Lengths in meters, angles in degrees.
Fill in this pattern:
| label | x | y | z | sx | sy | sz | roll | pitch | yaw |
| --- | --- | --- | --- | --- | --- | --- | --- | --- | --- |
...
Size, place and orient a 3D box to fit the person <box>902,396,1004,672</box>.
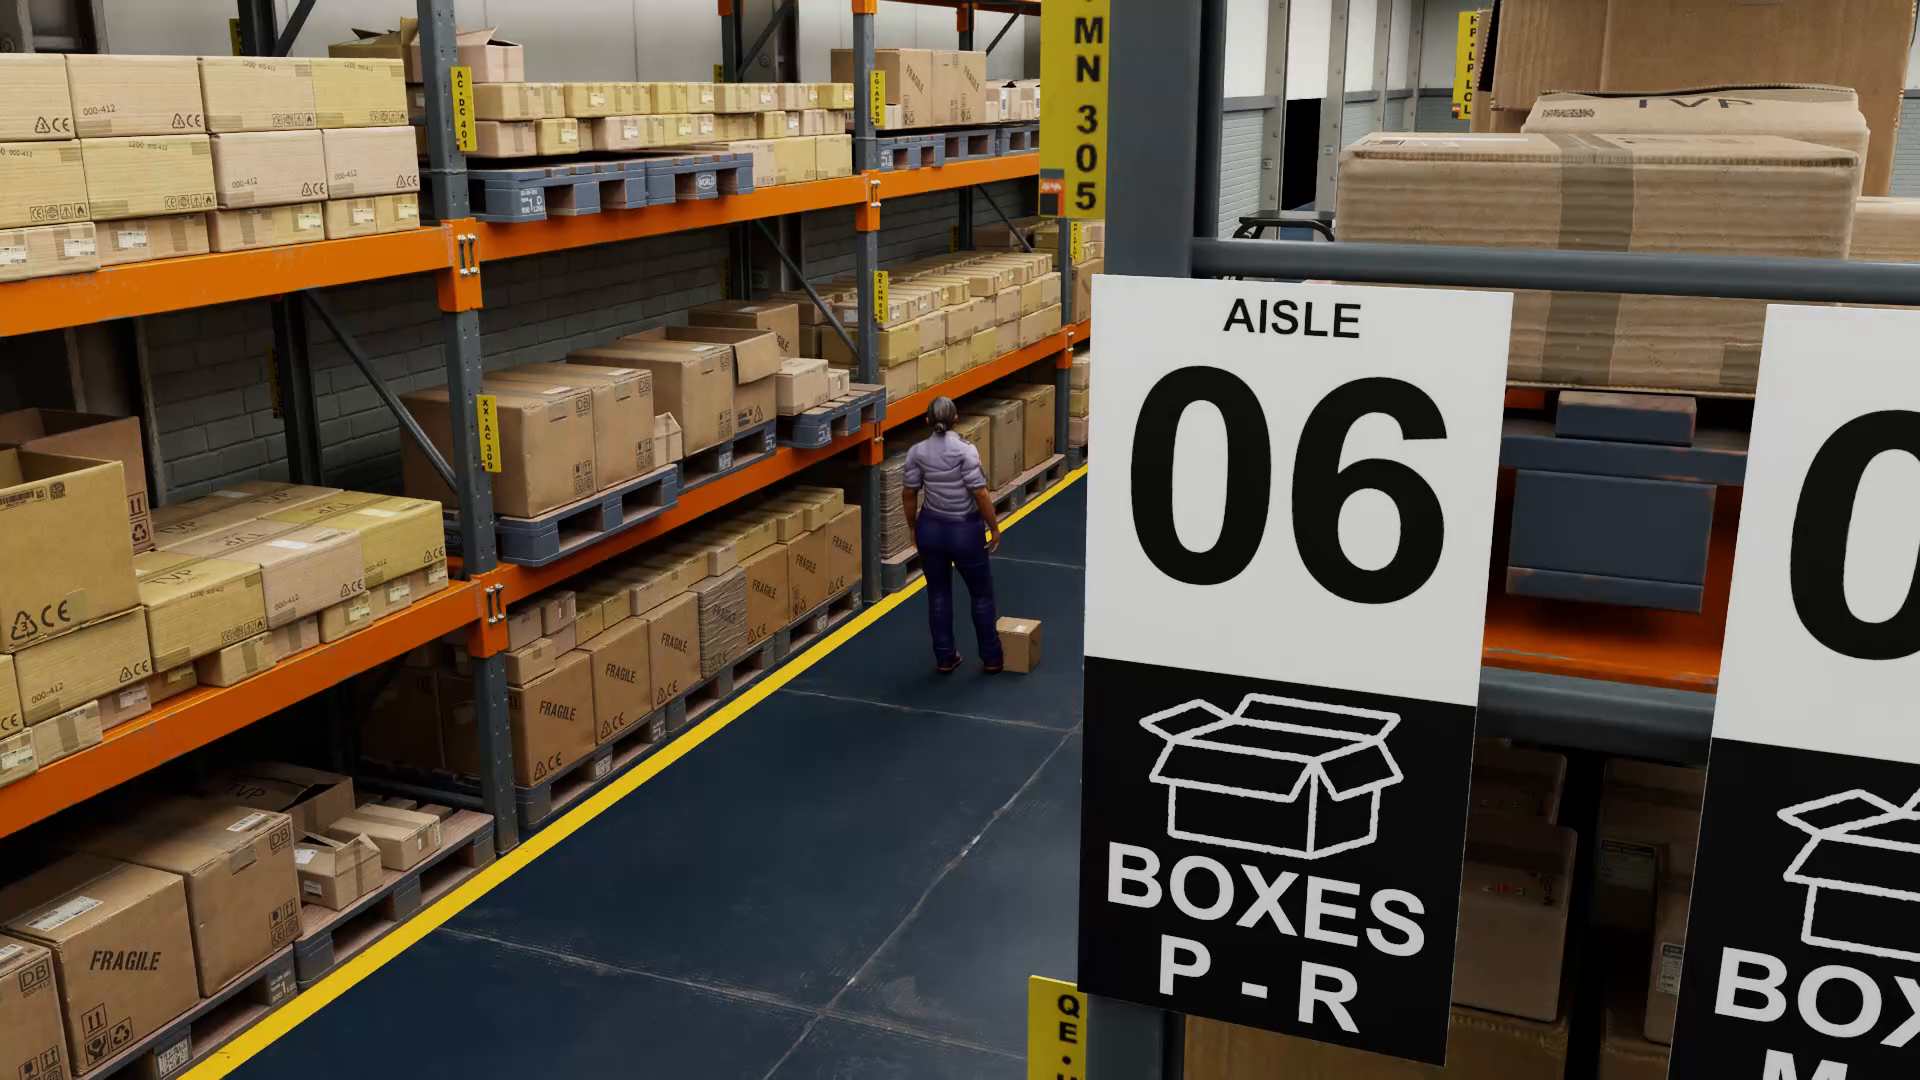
| label | x | y | z | sx | sy | sz | roll | pitch | yaw |
| --- | --- | --- | --- | --- | --- | --- | --- | --- | --- |
| person | -0.003 | -0.035 | 9.663 | 0.598 | 1.640 | 0.502 | 6 | 17 | 21 |
